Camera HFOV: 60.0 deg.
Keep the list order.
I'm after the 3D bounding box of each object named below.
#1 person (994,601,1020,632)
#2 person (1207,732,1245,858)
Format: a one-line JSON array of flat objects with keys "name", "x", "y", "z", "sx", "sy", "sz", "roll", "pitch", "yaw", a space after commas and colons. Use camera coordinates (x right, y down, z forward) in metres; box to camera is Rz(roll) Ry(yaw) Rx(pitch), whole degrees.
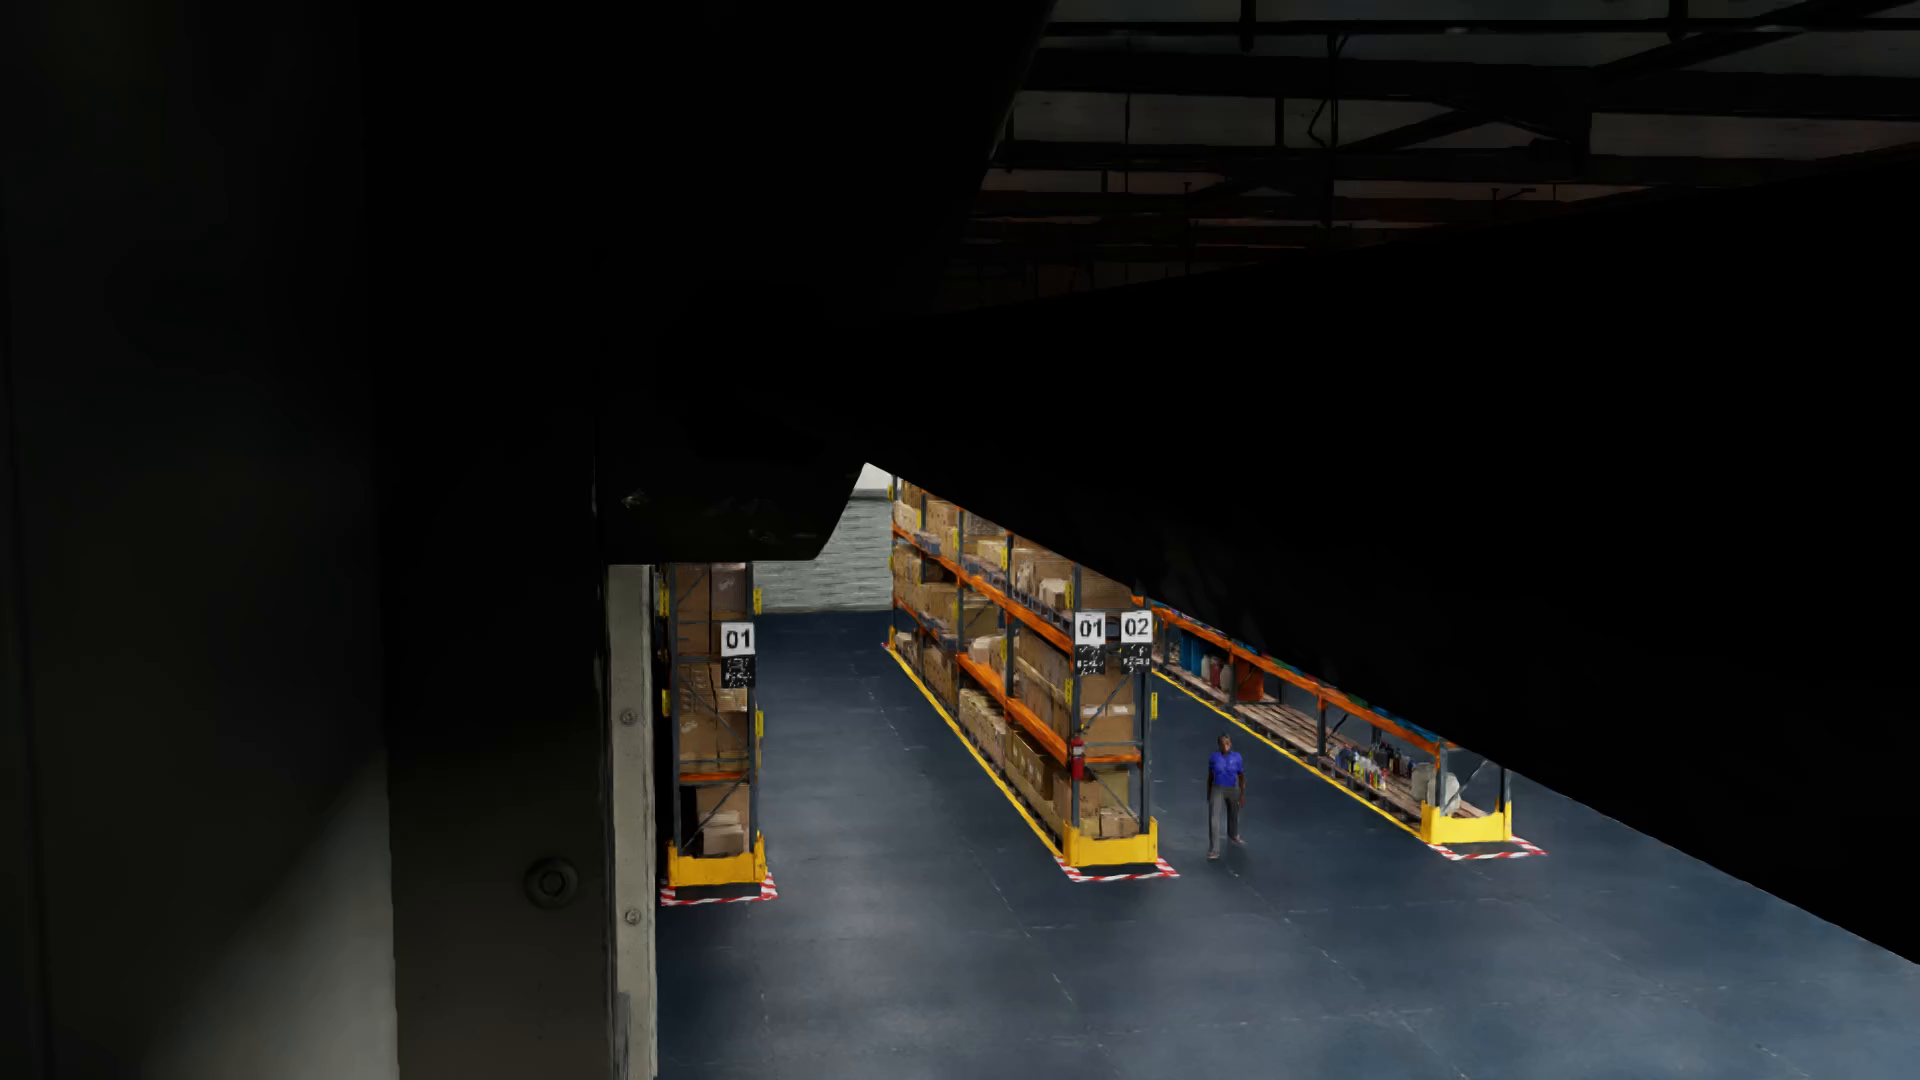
[{"name": "person", "x": 0.997, "y": 1.315, "z": 38.406, "sx": 0.584, "sy": 1.719, "sz": 0.772, "roll": 3, "pitch": 7, "yaw": 27}, {"name": "person", "x": 3.421, "y": 3.227, "z": 21.383, "sx": 0.497, "sy": 1.592, "sz": 0.938, "roll": 1, "pitch": 6, "yaw": 9}]
